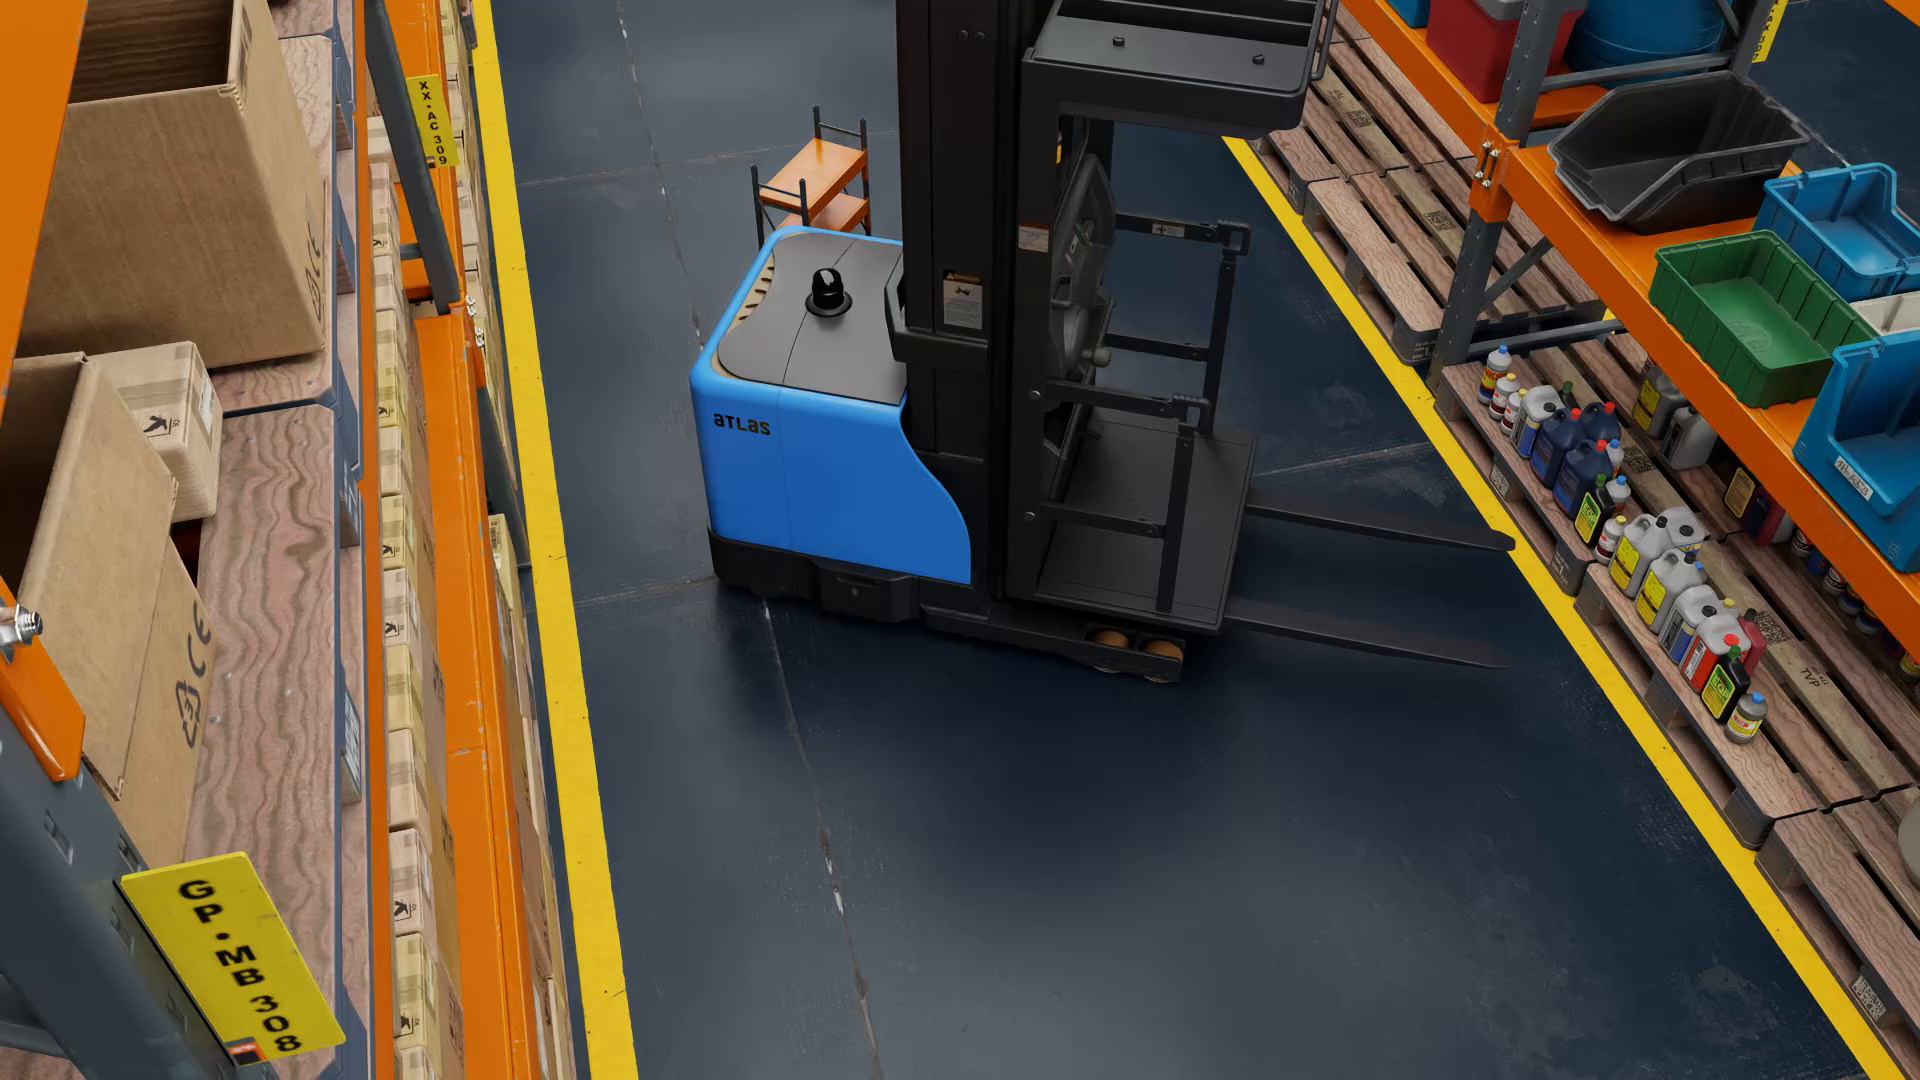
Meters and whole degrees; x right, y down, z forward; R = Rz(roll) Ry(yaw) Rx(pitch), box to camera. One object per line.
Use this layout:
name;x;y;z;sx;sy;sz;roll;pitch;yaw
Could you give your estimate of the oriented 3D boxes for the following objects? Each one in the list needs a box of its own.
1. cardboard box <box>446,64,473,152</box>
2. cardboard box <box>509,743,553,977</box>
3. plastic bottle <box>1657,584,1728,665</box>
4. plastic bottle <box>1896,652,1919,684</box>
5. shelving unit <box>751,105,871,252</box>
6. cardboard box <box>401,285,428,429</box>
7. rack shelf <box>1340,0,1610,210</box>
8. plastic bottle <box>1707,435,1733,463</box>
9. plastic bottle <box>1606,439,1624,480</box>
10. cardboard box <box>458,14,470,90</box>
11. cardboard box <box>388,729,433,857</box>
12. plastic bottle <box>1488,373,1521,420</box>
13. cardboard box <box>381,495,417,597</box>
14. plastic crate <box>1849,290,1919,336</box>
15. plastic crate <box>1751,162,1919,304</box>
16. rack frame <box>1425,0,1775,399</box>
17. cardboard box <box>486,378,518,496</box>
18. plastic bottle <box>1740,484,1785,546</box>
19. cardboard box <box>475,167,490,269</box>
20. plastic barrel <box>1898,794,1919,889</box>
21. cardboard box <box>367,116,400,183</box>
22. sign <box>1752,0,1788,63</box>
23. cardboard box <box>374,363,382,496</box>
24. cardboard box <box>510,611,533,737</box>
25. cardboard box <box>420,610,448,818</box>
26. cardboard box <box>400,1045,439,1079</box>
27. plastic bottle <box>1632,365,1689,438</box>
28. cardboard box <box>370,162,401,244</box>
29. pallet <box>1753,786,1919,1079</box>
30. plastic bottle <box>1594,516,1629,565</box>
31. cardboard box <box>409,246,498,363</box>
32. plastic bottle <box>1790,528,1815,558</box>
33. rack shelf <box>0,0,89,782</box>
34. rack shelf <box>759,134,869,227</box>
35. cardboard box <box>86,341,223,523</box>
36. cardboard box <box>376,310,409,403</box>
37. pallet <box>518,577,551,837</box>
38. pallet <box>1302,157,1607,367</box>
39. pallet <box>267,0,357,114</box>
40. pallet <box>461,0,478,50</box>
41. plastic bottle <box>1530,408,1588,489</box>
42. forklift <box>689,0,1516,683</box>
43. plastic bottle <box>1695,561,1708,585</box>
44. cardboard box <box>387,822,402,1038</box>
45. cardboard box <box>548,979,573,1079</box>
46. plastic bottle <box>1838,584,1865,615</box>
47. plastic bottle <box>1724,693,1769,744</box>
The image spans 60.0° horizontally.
cardboard box;-2.598;-2.014;7.862;0.500;0.311;0.500;-11;47;-11
cardboard box;-1.491;0.973;4.803;0.500;0.500;0.500;-11;47;-10
plastic bottle;2.634;0.300;5.955;0.152;0.276;0.135;-12;47;-11
plastic bottle;3.412;0.409;5.900;0.097;0.201;0.097;0;46;0
shelving unit;-0.600;-1.166;7.053;0.258;1.200;0.503;20;49;18
cardboard box;-2.092;-0.625;5.192;0.700;0.500;0.500;-12;47;-11
rack shelf;2.066;-2.927;8.022;1.077;0.370;4.000;-11;47;-10
plastic bottle;3.070;-0.500;6.687;0.144;0.351;0.185;-13;47;-12
plastic bottle;2.537;-0.286;6.532;0.097;0.271;0.097;0;46;0
cardboard box;-2.865;-2.523;8.753;0.500;0.250;0.500;-10;46;-9
cardboard box;-1.346;0.582;3.555;0.380;0.149;0.250;-12;47;-12
plastic bottle;2.262;-0.602;6.891;0.097;0.201;0.097;0;46;0
cardboard box;-1.540;0.051;4.075;0.380;0.149;0.250;-9;46;-9
plastic crate;3.238;-0.631;5.453;0.530;0.136;0.437;-11;47;-10
plastic crate;3.123;-1.032;5.765;0.499;0.251;0.616;-11;47;-10
rack frame;2.578;-1.798;6.412;1.000;3.000;0.127;-11;47;-10
cardboard box;-2.075;-0.403;6.676;0.500;0.250;0.500;-12;47;-11
plastic bottle;3.088;-0.121;6.362;0.061;0.283;0.133;-11;47;-10
cardboard box;-2.469;-1.465;7.717;0.500;0.250;0.500;-10;46;-10
plastic barrel;3.231;0.901;5.215;0.421;0.512;0.421;0;46;0
cardboard box;-2.241;-1.456;6.253;0.380;0.149;0.250;-11;47;-10
sign;3.112;-1.988;6.404;0.100;0.325;0.005;-11;47;-10
cardboard box;-1.834;-0.384;4.048;0.700;0.500;0.500;-11;47;-10
cardboard box;-1.763;0.548;5.744;0.500;0.250;0.500;-11;47;-10
cardboard box;-1.694;0.439;4.150;0.700;0.500;0.500;-9;46;-9
cardboard box;-1.150;1.113;3.035;0.380;0.149;0.250;-12;47;-11
plastic bottle;2.882;-0.607;6.791;0.144;0.351;0.185;-11;47;-10
cardboard box;-1.935;-1.008;5.114;0.380;0.149;0.250;-11;47;-10
pallet;3.334;1.334;5.295;1.003;0.211;1.213;-11;47;-10
plastic bottle;2.481;-0.009;6.310;0.097;0.201;0.097;0;46;0
cardboard box;-2.200;-0.953;6.823;0.500;0.311;0.500;-11;47;-11
plastic bottle;3.247;-0.036;6.336;0.097;0.201;0.097;0;46;0
rack shelf;-1.700;-1.222;2.431;1.077;0.370;4.000;-11;47;-10
rack shelf;-0.600;-1.441;6.772;0.258;0.148;0.480;20;49;18
cardboard box;-1.318;-0.136;2.466;0.380;0.149;0.250;-11;47;-10
cardboard box;-1.736;-0.476;4.592;0.380;0.149;0.250;-11;47;-10
pallet;-2.048;0.638;5.977;1.003;0.211;1.213;-11;47;-10
pallet;2.339;-1.357;7.932;1.003;0.211;1.213;-11;47;-10
pallet;-1.968;-1.330;3.915;1.003;0.211;1.213;-11;47;-10
pallet;-3.390;-3.203;9.741;1.003;0.211;1.213;-11;47;-10
plastic bottle;2.383;-0.392;6.580;0.144;0.351;0.185;-10;46;-9
forklift;0.603;-0.914;5.594;3.031;2.935;1.130;10;47;10
plastic bottle;2.693;0.160;6.144;0.097;0.201;0.097;0;46;0
cardboard box;-1.448;0.654;3.030;0.700;0.500;0.500;-12;47;-11
cardboard box;-1.369;1.581;4.731;0.500;0.250;0.500;-11;47;-10
plastic bottle;3.325;0.150;6.105;0.097;0.271;0.097;0;46;0
plastic bottle;2.708;0.601;5.712;0.097;0.201;0.097;0;46;0
